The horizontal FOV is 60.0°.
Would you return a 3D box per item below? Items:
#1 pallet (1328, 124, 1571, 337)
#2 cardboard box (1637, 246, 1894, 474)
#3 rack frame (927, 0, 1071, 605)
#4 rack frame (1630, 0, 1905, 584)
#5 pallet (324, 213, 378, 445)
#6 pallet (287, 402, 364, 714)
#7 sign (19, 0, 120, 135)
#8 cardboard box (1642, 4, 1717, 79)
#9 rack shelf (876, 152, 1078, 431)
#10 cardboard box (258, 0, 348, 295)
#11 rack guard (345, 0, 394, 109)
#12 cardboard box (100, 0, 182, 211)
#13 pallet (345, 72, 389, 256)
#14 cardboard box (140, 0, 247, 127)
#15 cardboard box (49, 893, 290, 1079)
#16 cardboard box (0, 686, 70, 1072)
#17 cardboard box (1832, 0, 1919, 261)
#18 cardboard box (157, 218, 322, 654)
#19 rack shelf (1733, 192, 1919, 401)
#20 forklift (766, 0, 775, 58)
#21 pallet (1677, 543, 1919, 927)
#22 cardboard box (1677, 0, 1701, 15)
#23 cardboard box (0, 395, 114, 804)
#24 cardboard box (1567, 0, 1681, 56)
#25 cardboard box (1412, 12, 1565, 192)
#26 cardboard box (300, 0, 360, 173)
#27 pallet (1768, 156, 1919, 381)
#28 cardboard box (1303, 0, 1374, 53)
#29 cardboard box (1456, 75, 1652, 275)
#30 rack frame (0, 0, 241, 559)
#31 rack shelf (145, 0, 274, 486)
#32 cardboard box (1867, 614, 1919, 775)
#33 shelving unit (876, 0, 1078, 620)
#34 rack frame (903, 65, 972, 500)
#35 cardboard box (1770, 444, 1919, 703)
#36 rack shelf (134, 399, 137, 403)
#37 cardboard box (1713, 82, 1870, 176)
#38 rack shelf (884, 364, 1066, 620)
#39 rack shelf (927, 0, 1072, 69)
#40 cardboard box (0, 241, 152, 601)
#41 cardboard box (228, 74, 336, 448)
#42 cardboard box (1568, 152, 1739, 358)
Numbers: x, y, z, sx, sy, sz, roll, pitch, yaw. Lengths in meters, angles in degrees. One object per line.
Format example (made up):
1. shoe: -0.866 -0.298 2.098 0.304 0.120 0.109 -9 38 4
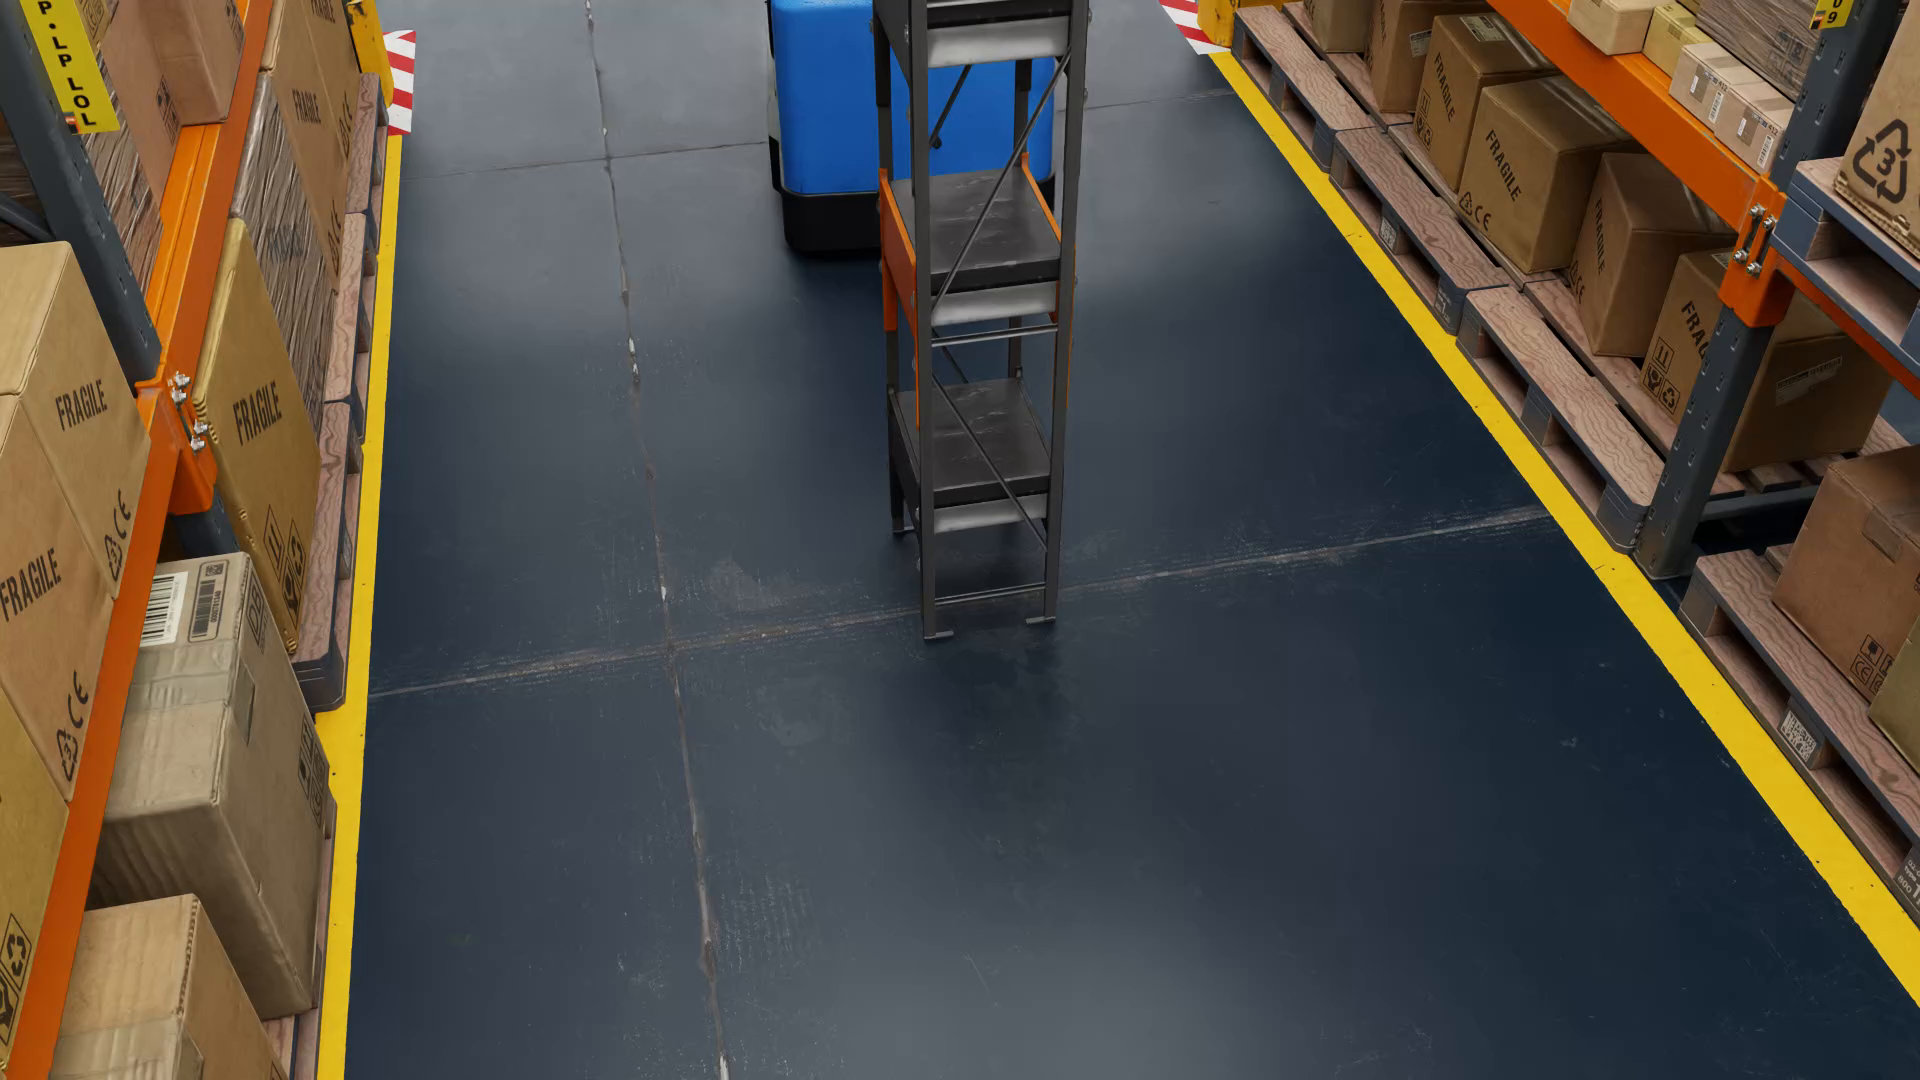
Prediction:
1. pallet: 2.148 -1.281 6.534 1.003 0.211 1.213 -8 42 -9
2. cardboard box: 2.547 -0.588 5.220 0.500 0.500 0.500 -10 42 -11
3. rack frame: 0.087 -0.520 4.254 0.380 1.831 0.006 -8 42 -9
4. rack frame: 2.594 -1.101 4.231 1.000 3.000 0.127 -8 42 -9
5. pallet: -2.625 -0.709 5.890 1.003 0.211 1.213 -8 42 -9
6. pallet: -2.358 0.083 4.997 1.003 0.211 1.213 -8 42 -9
7. sign: -1.743 -0.943 3.240 0.100 0.325 0.005 -8 42 -9
8. cardboard box: 2.221 -1.438 4.800 0.380 0.149 0.250 -8 42 -9
9. rack shelf: 0.036 -0.668 4.441 0.431 0.518 0.480 -8 42 -9
10. cardboard box: -2.731 -1.411 5.864 0.875 0.875 0.875 -9 42 -10
11. rack guard: -3.139 -2.129 7.272 1.175 0.500 0.348 -8 42 -9
12. cardboard box: -2.503 -1.102 4.119 0.875 0.550 0.550 -8 42 -9
13. pallet: -2.885 -1.498 6.779 1.003 0.211 1.213 -8 42 -9
14. cardboard box: -2.504 -1.469 4.533 0.875 0.550 0.550 -8 42 -9
15. cardboard box: -1.844 1.244 2.967 1.050 0.750 0.750 -8 42 -9
16. cardboard box: -1.679 0.462 2.395 0.500 0.500 0.500 -8 42 -9
17. cardboard box: 2.629 -0.947 3.289 1.000 1.000 1.000 -8 42 -9
18. cardboard box: -2.338 -0.236 4.540 0.875 0.875 0.875 -8 42 -9
19. rack shelf: 3.026 0.465 3.009 1.077 0.370 4.000 -8 42 -9
20. forklift: -0.301 -3.181 6.626 1.121 2.935 3.031 -4 42 -5
21. pallet: 2.764 0.447 4.588 1.003 0.211 1.213 -8 42 -9
22. cardboard box: 2.484 -1.879 4.808 0.875 0.500 0.500 -8 42 -9
23. cardboard box: -1.788 0.134 2.764 0.500 0.500 0.500 -9 42 -10
24. cardboard box: 2.058 -1.584 4.964 0.380 0.149 0.250 -8 42 -9
25. cardboard box: 2.128 -1.718 6.492 0.500 0.500 0.500 -5 42 -5
26. cardboard box: -2.923 -1.981 6.506 0.875 0.875 0.875 -8 42 -9
27. pallet: 2.617 -0.513 3.713 1.003 0.211 1.213 -8 42 -9
28. cardboard box: 1.849 -2.509 7.383 0.500 0.500 0.500 -1 42 -1
29. cardboard box: 2.205 -1.349 6.077 0.500 0.500 0.500 -12 43 -13
30. rack frame: -2.271 -0.456 3.504 1.000 3.000 0.127 -8 42 -9
31. rack shelf: -2.702 -1.483 5.203 1.077 0.370 4.000 -8 42 -9
32. cardboard box: 2.790 0.382 4.111 0.700 0.500 0.500 -9 42 -10
33. shelving unit: -5.628 -0.965 2.385 12.070 5.092 0.667 -8 42 -9
34. rack frame: -0.018 -0.836 4.610 0.380 1.831 0.006 -8 42 -9
35. cardboard box: 2.706 0.071 4.462 0.700 0.500 0.500 -11 43 -13
36. rack shelf: -1.839 1.037 2.217 0.919 0.124 3.809 -8 42 -9
37. cardboard box: 2.261 -1.104 4.424 0.380 0.149 0.250 -8 42 -9
38. rack shelf: 0.036 -0.144 4.906 0.431 0.518 0.480 -8 42 -9
39. rack shelf: 0.036 -1.294 3.886 0.368 0.174 0.457 -8 42 -9
40. cardboard box: -1.897 -0.193 3.133 0.500 0.500 0.500 -9 42 -10
41. cardboard box: -2.536 -0.820 5.198 0.875 0.875 0.875 -8 42 -9
42. cardboard box: 2.224 -2.451 6.008 1.144 2.239 2.984 4 42 4
